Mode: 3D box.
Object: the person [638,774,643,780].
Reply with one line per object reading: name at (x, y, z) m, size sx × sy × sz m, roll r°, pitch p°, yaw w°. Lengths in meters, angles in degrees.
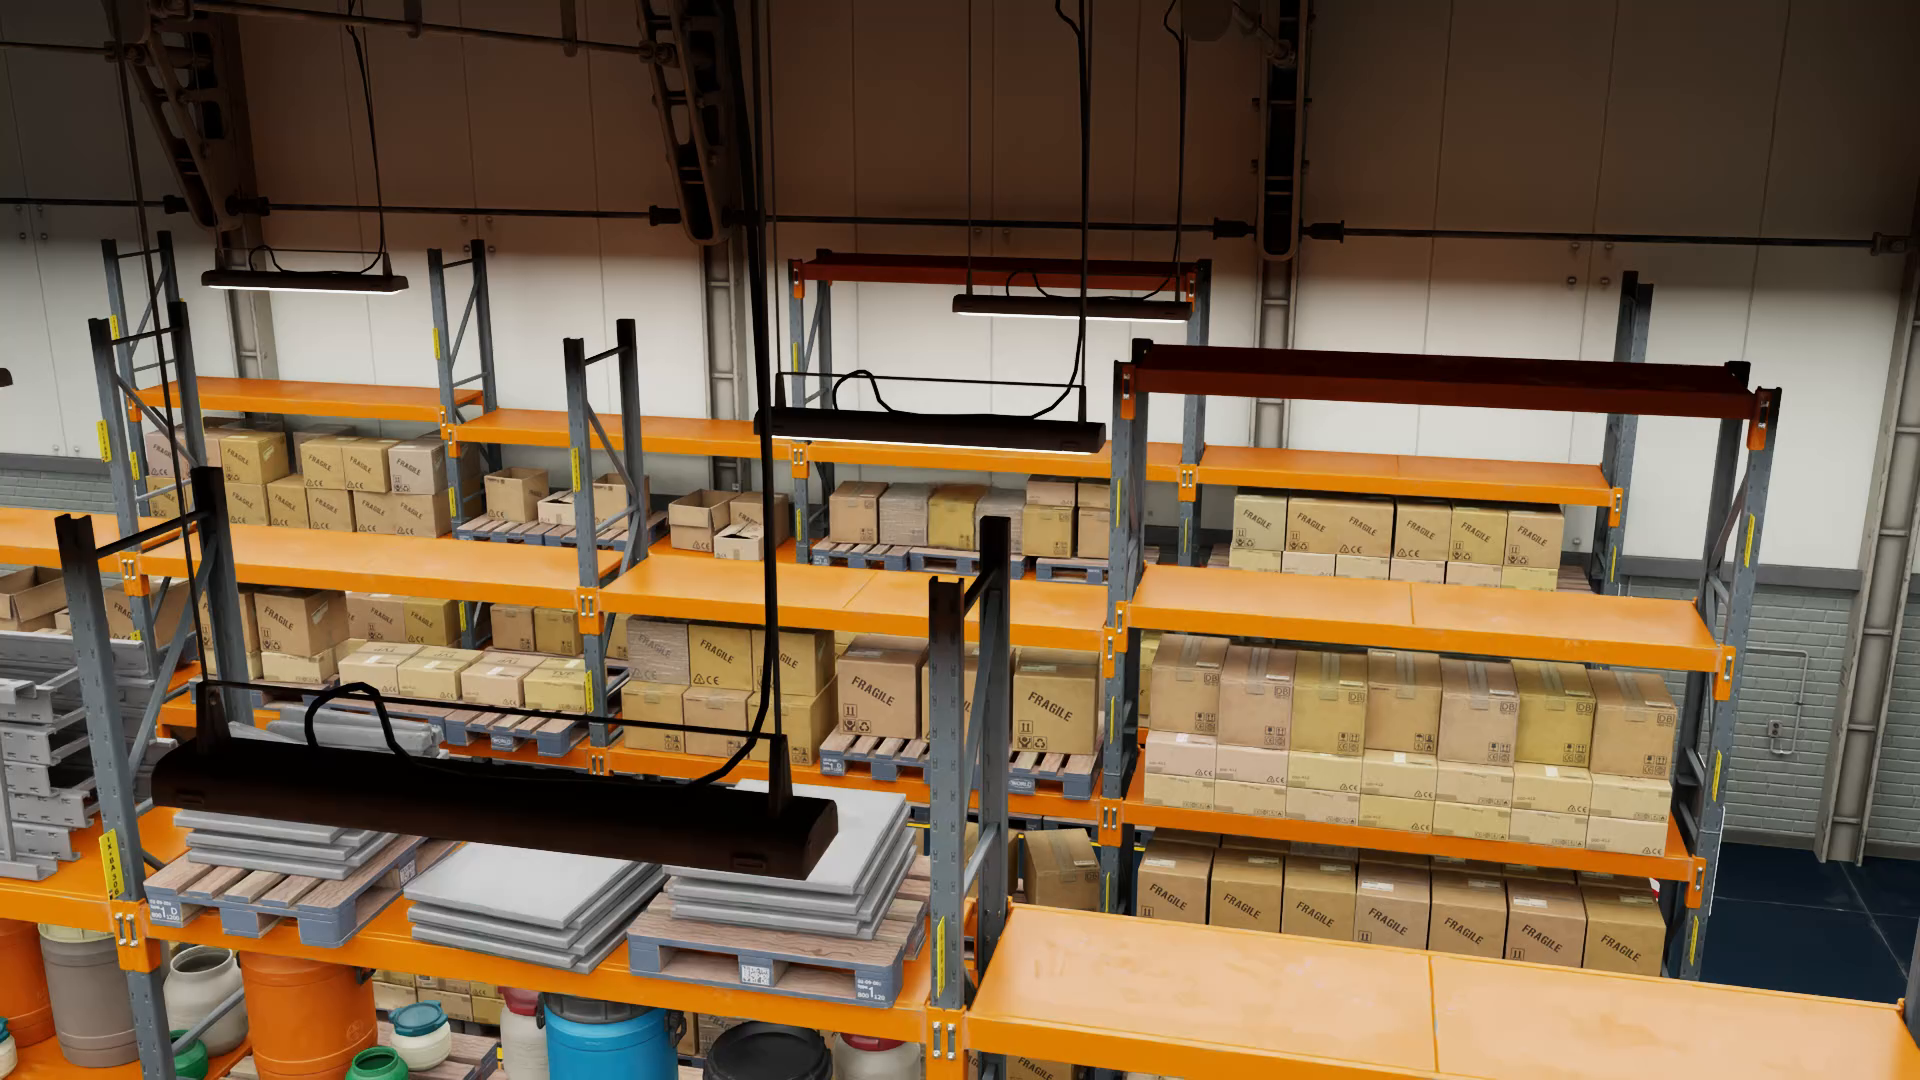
person at (-2.740, 2.957, 15.416) m, size 0.613 × 1.618 × 0.537 m, roll 8°, pitch 18°, yaw 27°
